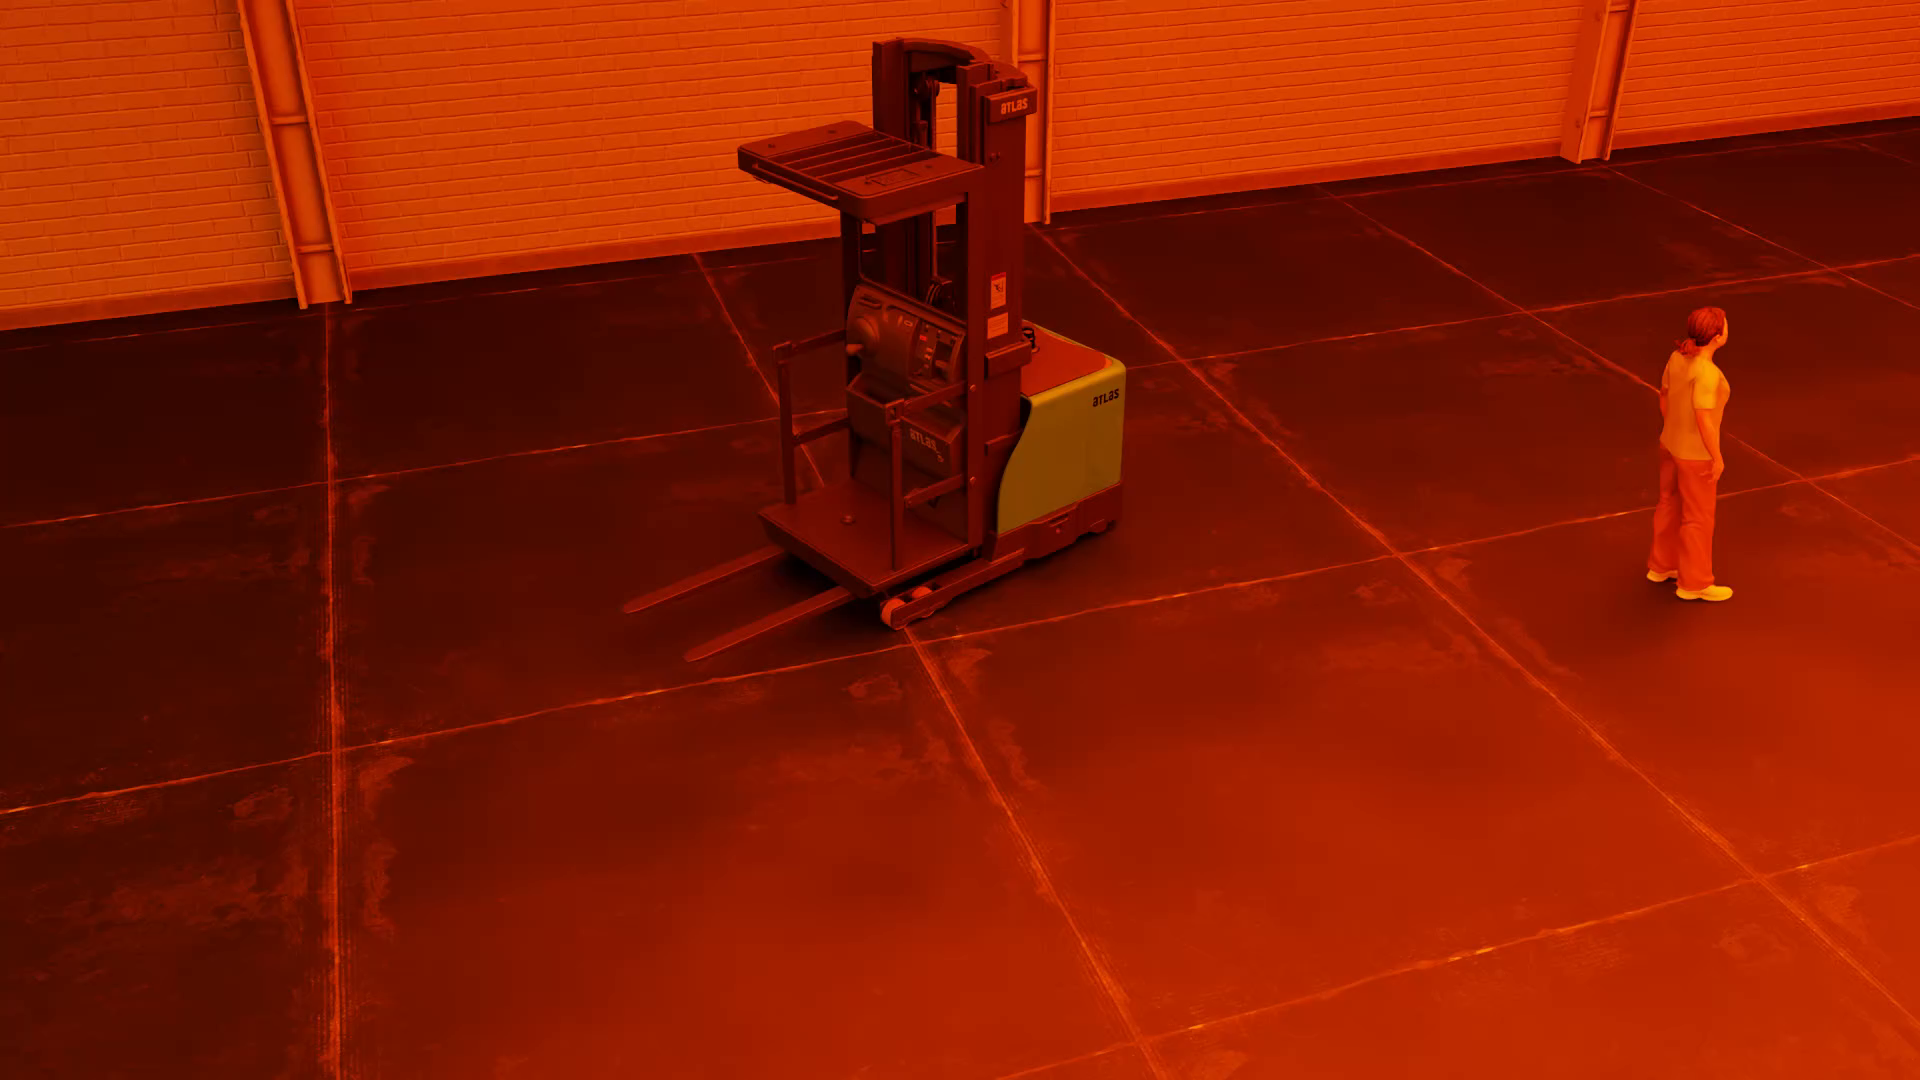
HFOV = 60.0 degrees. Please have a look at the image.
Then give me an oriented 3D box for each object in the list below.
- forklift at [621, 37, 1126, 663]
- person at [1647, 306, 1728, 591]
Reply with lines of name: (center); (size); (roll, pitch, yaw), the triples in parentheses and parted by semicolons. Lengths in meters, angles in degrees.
forklift: (-0.461, -1.072, 8.951); (3.031, 2.935, 1.130); (-23, 37, -34)
person: (4.033, -0.521, 9.179); (0.407, 1.611, 0.537); (-3, 30, -6)
